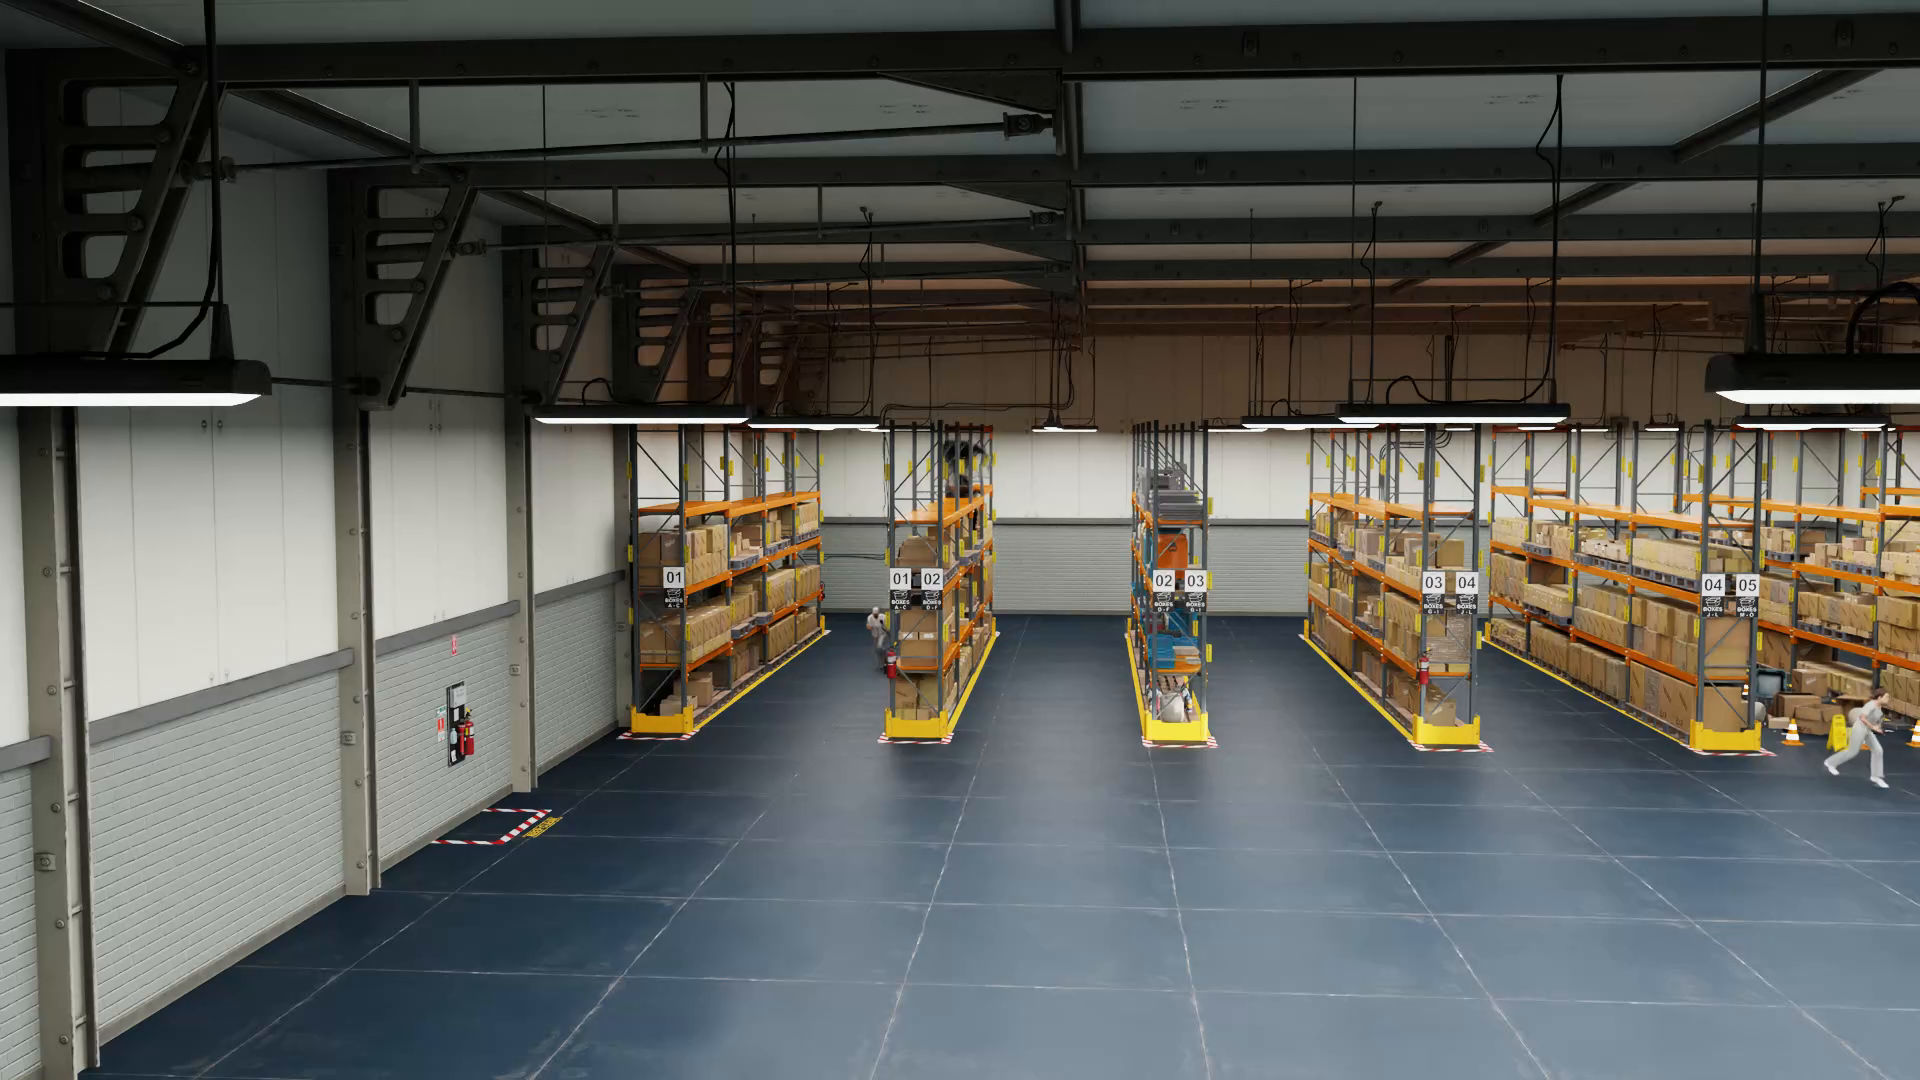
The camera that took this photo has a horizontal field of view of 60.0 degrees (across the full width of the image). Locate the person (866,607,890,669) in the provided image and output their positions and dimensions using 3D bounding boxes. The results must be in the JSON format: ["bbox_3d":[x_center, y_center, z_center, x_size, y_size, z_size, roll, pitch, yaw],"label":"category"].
[{"bbox_3d":[-1.947,2.392,40.818,0.644,1.579,0.960,1,4,14],"label":"person"}]

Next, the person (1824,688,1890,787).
[{"bbox_3d":[14.798,3.209,27.407,1.003,1.625,0.601,3,5,44],"label":"person"}]
